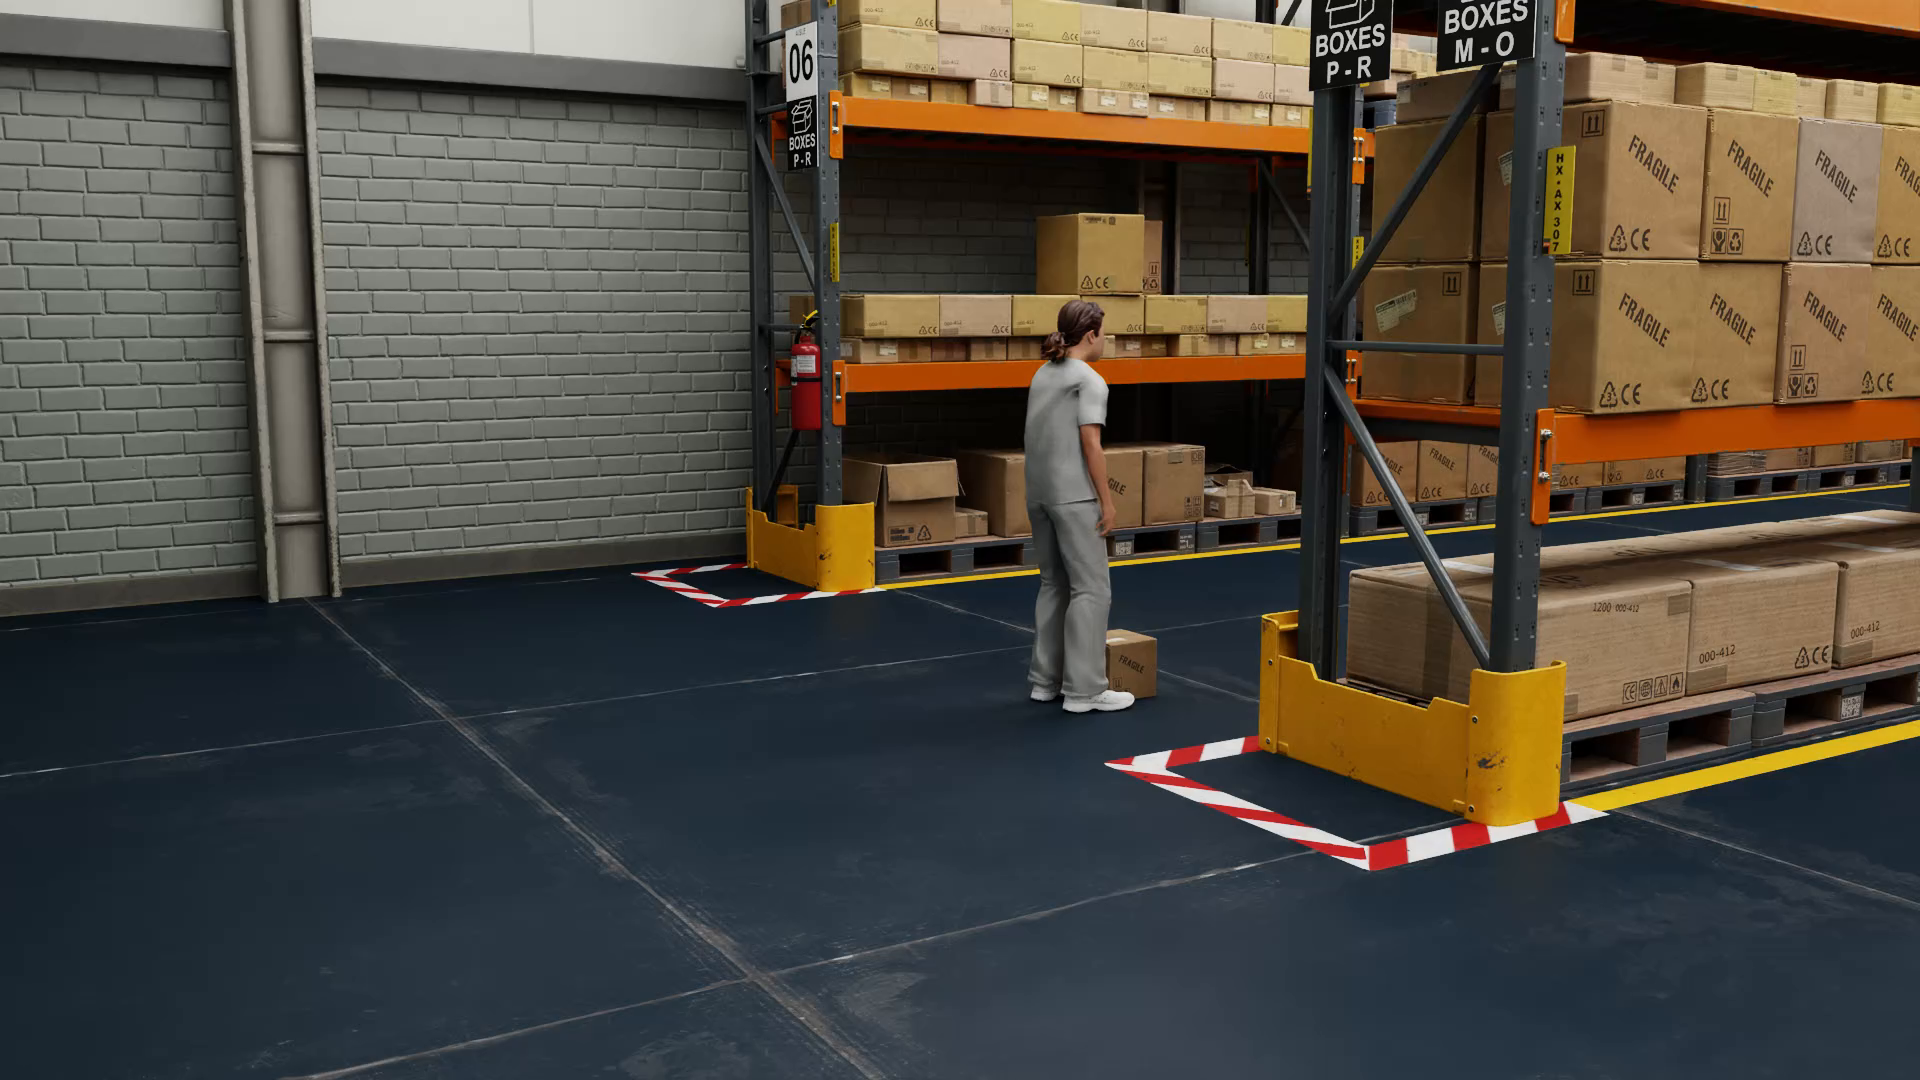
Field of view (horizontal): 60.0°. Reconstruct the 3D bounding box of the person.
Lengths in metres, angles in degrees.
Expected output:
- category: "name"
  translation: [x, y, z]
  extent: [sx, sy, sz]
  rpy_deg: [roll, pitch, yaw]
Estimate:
- category: "person"
  translation: [0.458, -0.149, 6.863]
  extent: [0.353, 1.673, 0.493]
  rpy_deg: [-5, 10, -31]
